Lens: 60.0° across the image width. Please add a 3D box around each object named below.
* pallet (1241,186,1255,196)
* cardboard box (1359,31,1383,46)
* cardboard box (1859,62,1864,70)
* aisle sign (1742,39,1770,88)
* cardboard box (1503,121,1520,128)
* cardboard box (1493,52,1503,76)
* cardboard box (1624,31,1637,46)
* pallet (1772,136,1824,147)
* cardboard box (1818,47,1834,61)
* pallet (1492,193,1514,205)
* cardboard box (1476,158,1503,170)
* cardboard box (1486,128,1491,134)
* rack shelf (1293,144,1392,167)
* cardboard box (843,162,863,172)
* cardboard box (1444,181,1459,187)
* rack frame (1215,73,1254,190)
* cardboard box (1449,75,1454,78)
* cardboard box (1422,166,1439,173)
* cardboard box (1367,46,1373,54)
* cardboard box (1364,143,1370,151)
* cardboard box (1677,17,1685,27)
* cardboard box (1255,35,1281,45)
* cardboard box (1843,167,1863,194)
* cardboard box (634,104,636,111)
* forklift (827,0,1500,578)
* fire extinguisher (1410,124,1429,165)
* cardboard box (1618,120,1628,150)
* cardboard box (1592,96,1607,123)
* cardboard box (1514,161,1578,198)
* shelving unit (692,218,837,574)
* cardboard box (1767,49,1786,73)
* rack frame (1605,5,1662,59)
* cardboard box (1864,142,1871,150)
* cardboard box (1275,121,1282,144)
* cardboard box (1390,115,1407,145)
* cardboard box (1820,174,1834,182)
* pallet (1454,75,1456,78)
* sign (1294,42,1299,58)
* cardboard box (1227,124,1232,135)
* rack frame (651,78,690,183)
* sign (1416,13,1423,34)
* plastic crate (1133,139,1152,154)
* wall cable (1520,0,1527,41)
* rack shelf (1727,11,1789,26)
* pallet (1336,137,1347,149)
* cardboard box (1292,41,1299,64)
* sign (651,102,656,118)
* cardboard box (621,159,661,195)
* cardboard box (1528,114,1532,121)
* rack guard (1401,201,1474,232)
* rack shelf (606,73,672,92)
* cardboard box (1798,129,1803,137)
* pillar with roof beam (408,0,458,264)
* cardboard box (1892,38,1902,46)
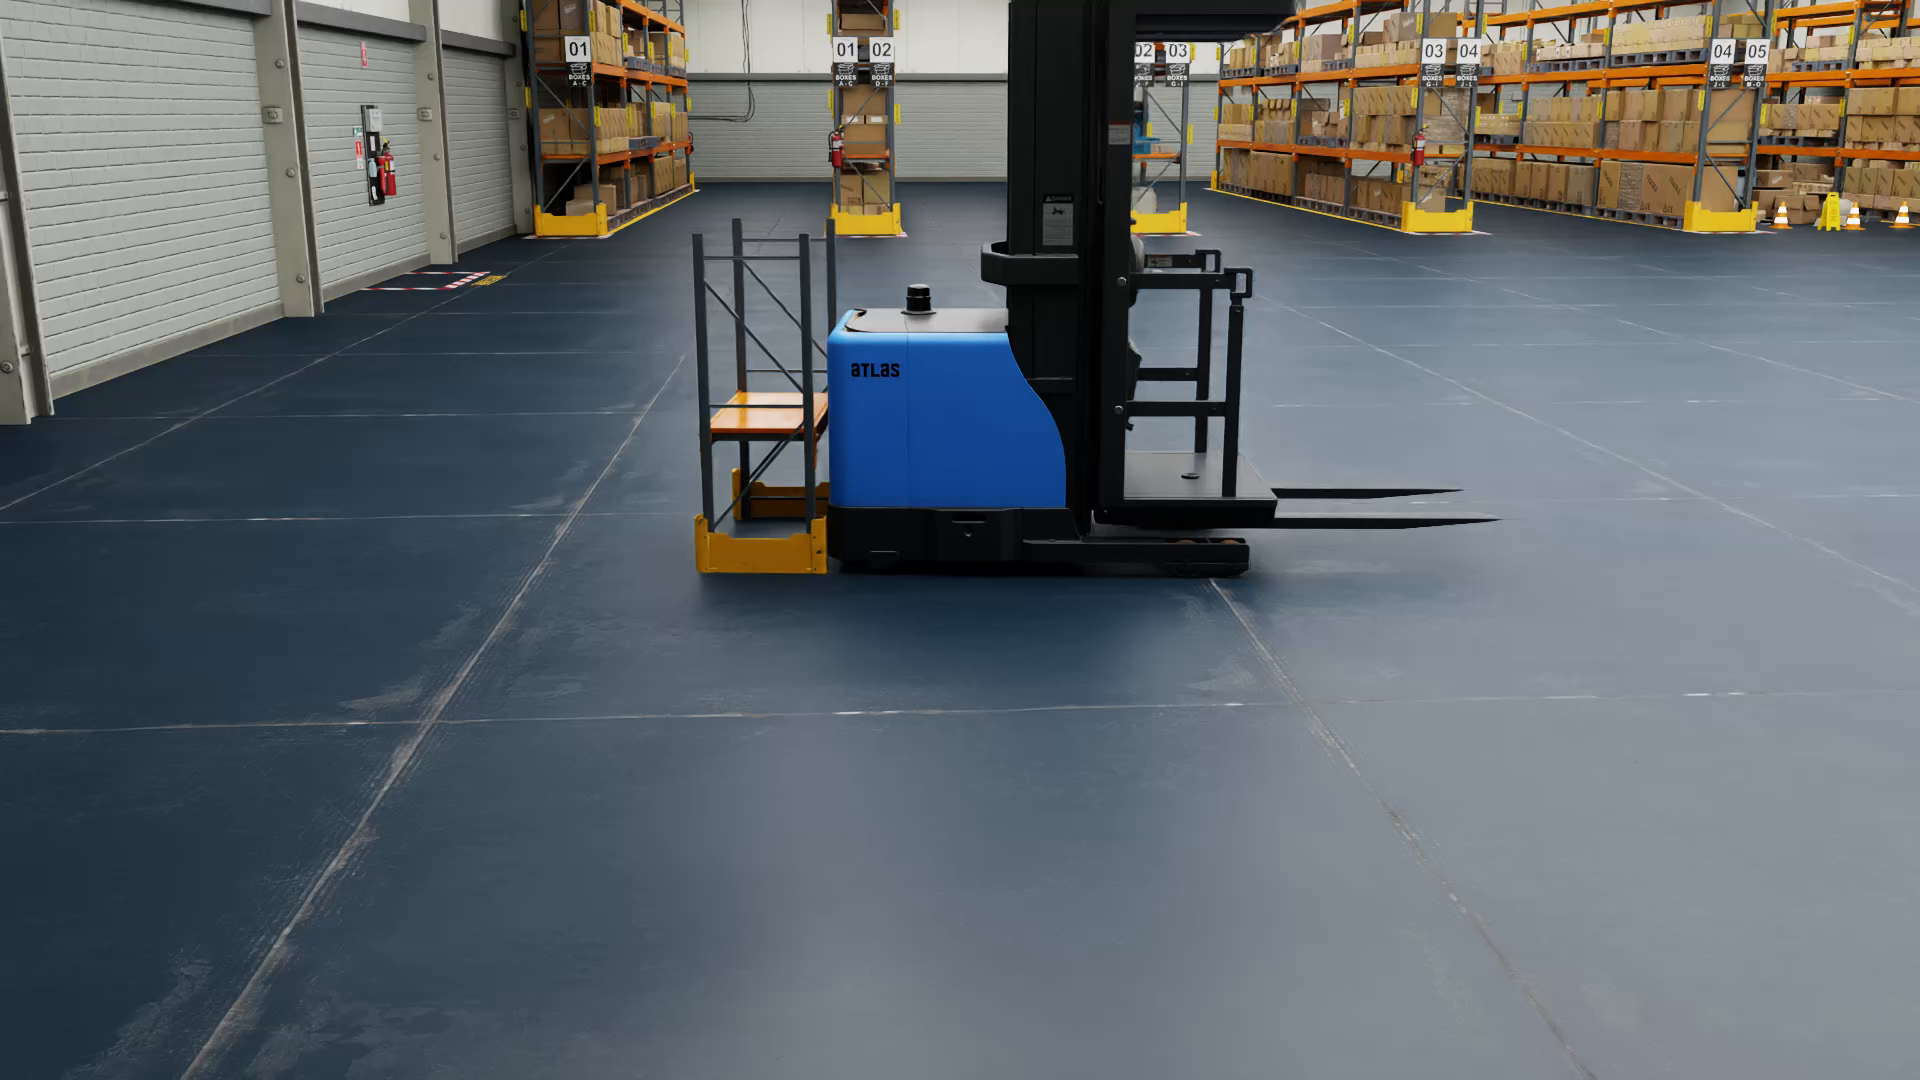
[{"bbox_3d":[7.574,-8.634,41.160,1.003,0.211,1.213,-1,14,-3],"label":"pallet"},{"bbox_3d":[8.108,-9.629,32.362,0.797,0.503,0.637,-2,15,-6],"label":"cardboard box"},{"bbox_3d":[17.701,-9.207,32.273,0.380,0.149,0.250,-1,14,-4],"label":"cardboard box"},{"bbox_3d":[13.547,-8.107,28.299,0.394,0.787,0.004,-1,14,-3],"label":"aisle sign"},{"bbox_3d":[12.262,-9.193,36.799,0.380,0.149,0.250,-1,14,-2],"label":"cardboard box"},{"bbox_3d":[12.387,-10.739,37.523,0.500,0.500,0.500,-1,14,-3],"label":"cardboard box"},{"bbox_3d":[12.779,-9.381,31.106,0.500,0.250,0.500,-1,14,-4],"label":"cardboard box"},{"bbox_3d":[17.845,-8.368,34.914,1.003,0.211,1.213,-1,14,-3],"label":"pallet"},{"bbox_3d":[17.722,-9.810,33.573,0.500,0.250,0.500,-1,14,-3],"label":"cardboard box"},{"bbox_3d":[12.700,-7.695,37.510,1.003,0.211,1.213,-1,14,-3],"label":"pallet"},{"bbox_3d":[12.344,-8.755,38.701,0.500,0.250,0.500,0,14,-1],"label":"cardboard box"},{"bbox_3d":[12.198,-9.303,37.825,0.380,0.149,0.250,-2,15,-6],"label":"cardboard box"},{"bbox_3d":[7.914,-7.954,34.363,1.077,0.370,4.000,-1,14,-3],"label":"rack shelf"},{"bbox_3d":[-2.397,-8.256,36.723,0.500,0.250,0.500,0,14,-1],"label":"cardboard box"},{"bbox_3d":[12.135,-8.761,40.935,0.380,0.149,0.250,-1,14,-3],"label":"cardboard box"},{"bbox_3d":[7.295,-10.789,43.939,1.000,3.000,0.127,-1,14,-3],"label":"rack frame"},{"bbox_3d":[12.199,-11.344,40.376,0.500,0.250,0.500,-1,14,-2],"label":"cardboard box"},{"bbox_3d":[12.046,-9.489,42.570,0.380,0.149,0.250,-1,14,-3],"label":"cardboard box"},{"bbox_3d":[7.831,-9.159,31.085,0.380,0.149,0.250,-1,14,-3],"label":"cardboard box"},{"bbox_3d":[7.796,-7.376,31.178,0.380,0.149,0.250,-1,14,-3],"label":"cardboard box"},{"bbox_3d":[12.836,-9.099,29.212,0.380,0.149,0.250,-1,14,-2],"label":"cardboard box"},{"bbox_3d":[7.491,-12.144,40.438,0.500,0.250,0.500,-2,15,-7],"label":"cardboard box"},{"bbox_3d":[17.696,-7.042,32.545,0.500,0.500,0.500,0,14,-1],"label":"cardboard box"},{"bbox_3d":[-6.990,-9.060,34.835,0.380,0.149,0.250,-3,15,-11],"label":"cardboard box"},{"bbox_3d":[0.926,-1.386,7.533,3.031,2.935,1.130,0,14,1],"label":"forklift"},{"bbox_3d":[7.833,-6.737,28.345,0.296,0.674,0.183,-1,14,-3],"label":"fire extinguisher"},{"bbox_3d":[13.086,-7.701,31.635,0.875,0.550,0.550,-1,14,-3],"label":"cardboard box"},{"bbox_3d":[12.958,-8.512,32.883,0.700,0.500,0.500,-1,14,-4],"label":"cardboard box"},{"bbox_3d":[12.695,-7.812,36.041,1.050,0.750,0.750,-1,14,-4],"label":"cardboard box"},{"bbox_3d":[-0.873,-0.711,7.780,0.587,1.500,1.083,0,14,2],"label":"shelving unit"},{"bbox_3d":[17.730,-10.218,35.498,0.700,0.500,0.500,-1,14,-3],"label":"cardboard box"},{"bbox_3d":[12.995,-10.762,31.793,1.000,3.000,0.127,-1,14,-3],"label":"rack frame"},{"bbox_3d":[17.743,-7.625,32.146,0.380,0.149,0.250,-1,14,-4],"label":"cardboard box"},{"bbox_3d":[7.452,-9.220,37.640,0.500,0.500,0.500,-1,14,-5],"label":"cardboard box"},{"bbox_3d":[8.129,-7.262,29.434,0.875,0.500,0.500,-1,14,-3],"label":"cardboard box"},{"bbox_3d":[22.038,-9.127,42.123,0.396,0.266,0.258,0,14,-1],"label":"cardboard box"},{"bbox_3d":[12.431,-11.052,39.320,1.213,0.211,1.003,-1,14,-3],"label":"pallet"},{"bbox_3d":[7.236,-10.534,35.733,0.100,0.325,0.005,-1,14,-3],"label":"sign"},{"bbox_3d":[7.121,-10.483,42.453,0.500,0.250,0.500,-1,14,-5],"label":"cardboard box"},{"bbox_3d":[-7.537,-10.560,43.048,1.000,3.000,0.127,-1,14,-3],"label":"rack frame"},{"bbox_3d":[7.731,-8.688,27.976,0.100,0.325,0.005,-1,14,-3],"label":"sign"},{"bbox_3d":[3.013,-6.781,28.661,0.499,0.251,0.616,-1,14,-3],"label":"plastic crate"},{"bbox_3d":[16.552,-15.258,49.268,0.463,3.000,0.029,-1,14,-3],"label":"wall cable"},{"bbox_3d":[17.557,-11.813,38.126,1.077,0.370,4.000,-1,14,-3],"label":"rack shelf"},{"bbox_3d":[8.136,-7.904,33.112,1.003,0.211,1.213,-1,14,-3],"label":"pallet"},{"bbox_3d":[7.681,-10.656,36.353,0.797,0.503,0.637,0,14,0],"label":"cardboard box"},{"bbox_3d":[-6.500,-9.103,35.222,0.100,0.325,0.005,-1,14,-3],"label":"sign"},{"bbox_3d":[-6.956,-7.917,36.249,0.750,0.750,0.750,-1,14,-4],"label":"cardboard box"},{"bbox_3d":[12.893,-9.405,37.029,0.380,0.149,0.250,-1,14,-5],"label":"cardboard box"},{"bbox_3d":[8.281,-5.618,28.859,1.175,0.500,0.348,-1,14,-3],"label":"rack guard"},{"bbox_3d":[-7.165,-10.172,36.964,1.077,0.370,4.000,-1,14,-3],"label":"rack shelf"},{"bbox_3d":[17.573,-8.417,34.382,0.380,0.149,0.250,-1,14,-3],"label":"cardboard box"},{"bbox_3d":[-2.784,-8.221,21.918,9.100,9.000,0.400,-1,14,-3],"label":"pillar with roof beam"},{"bbox_3d":[17.731,-9.335,31.171,0.380,0.149,0.250,-1,14,-5],"label":"cardboard box"}]
